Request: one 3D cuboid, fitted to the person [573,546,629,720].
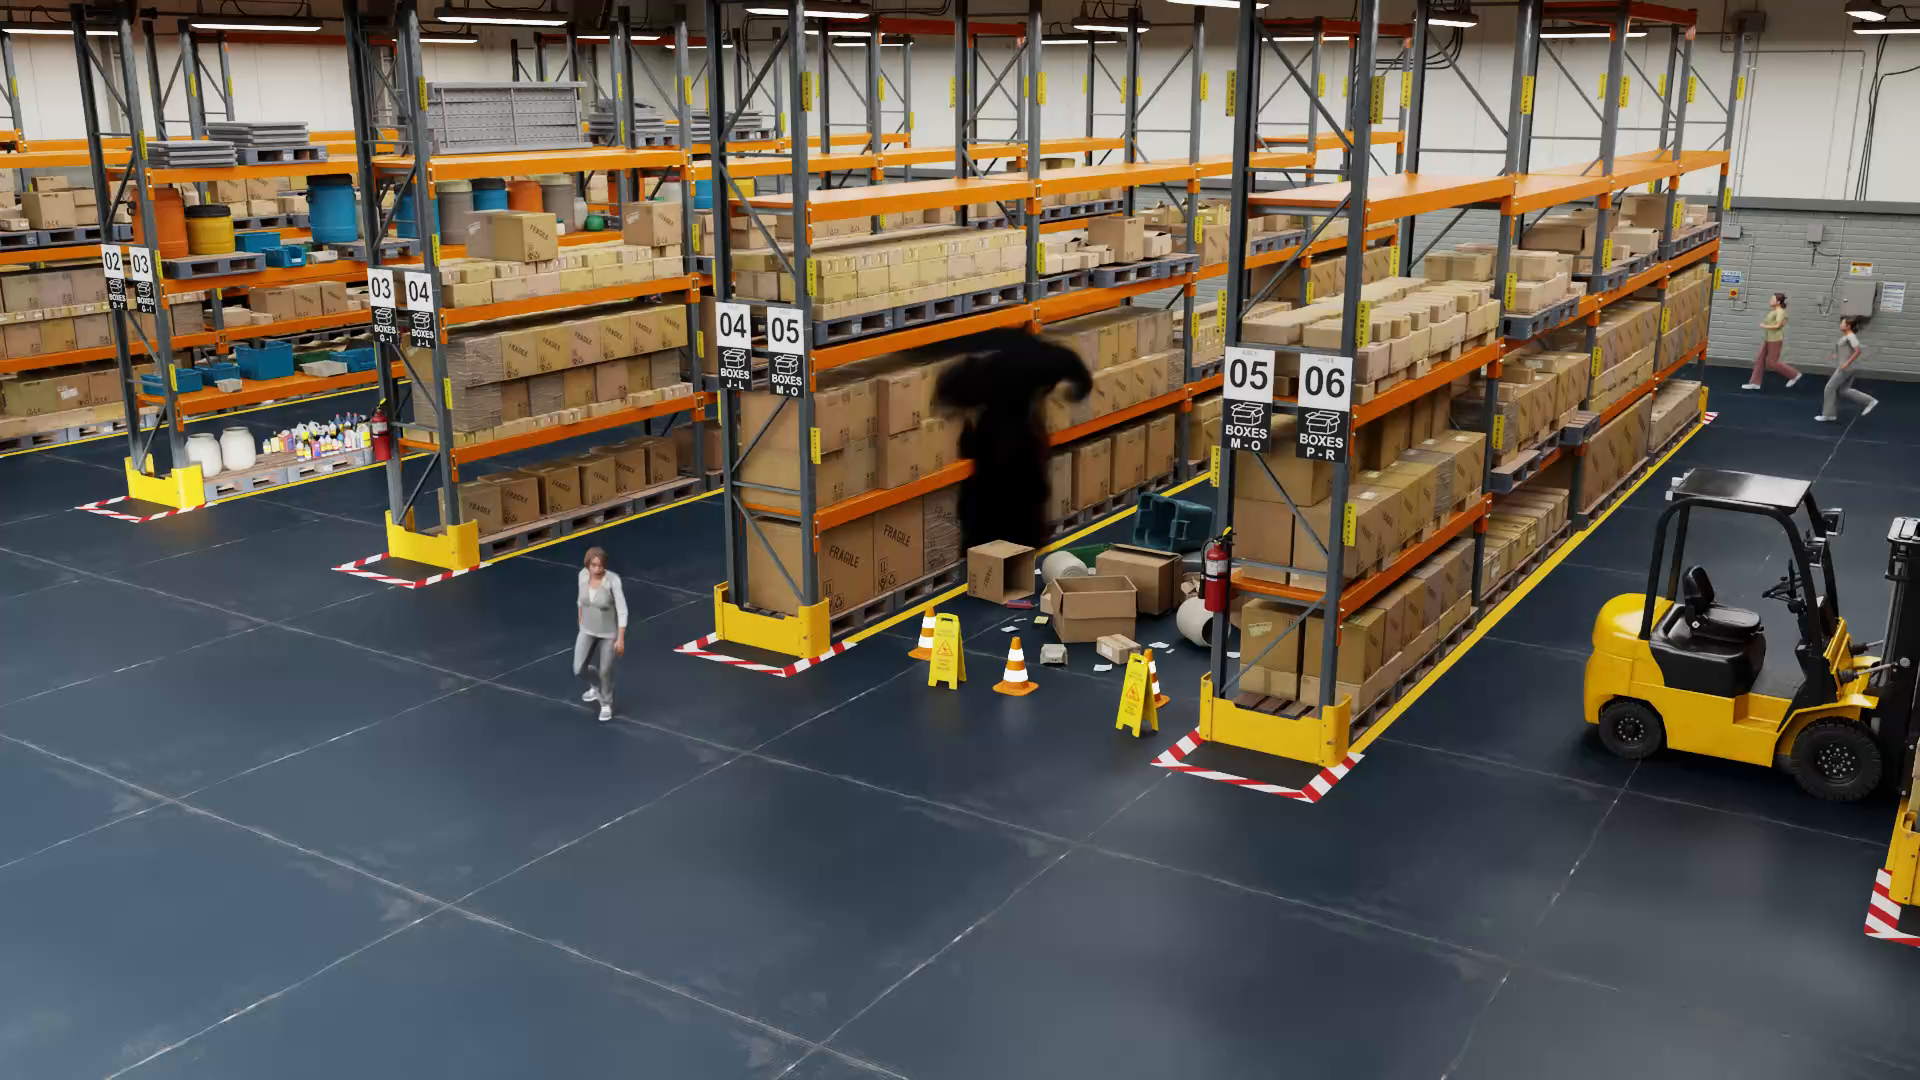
[{"bbox_3d":[-2.946,0.757,13.637,0.568,1.553,0.539,3,16,11],"label":"person"}]

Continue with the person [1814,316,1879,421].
[{"bbox_3d":[13.728,-2.614,25.588,0.843,1.646,0.543,9,18,29],"label":"person"}]

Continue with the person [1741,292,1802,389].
[{"bbox_3d":[13.798,-3.355,28.120,0.907,1.649,0.586,4,16,15],"label":"person"}]
